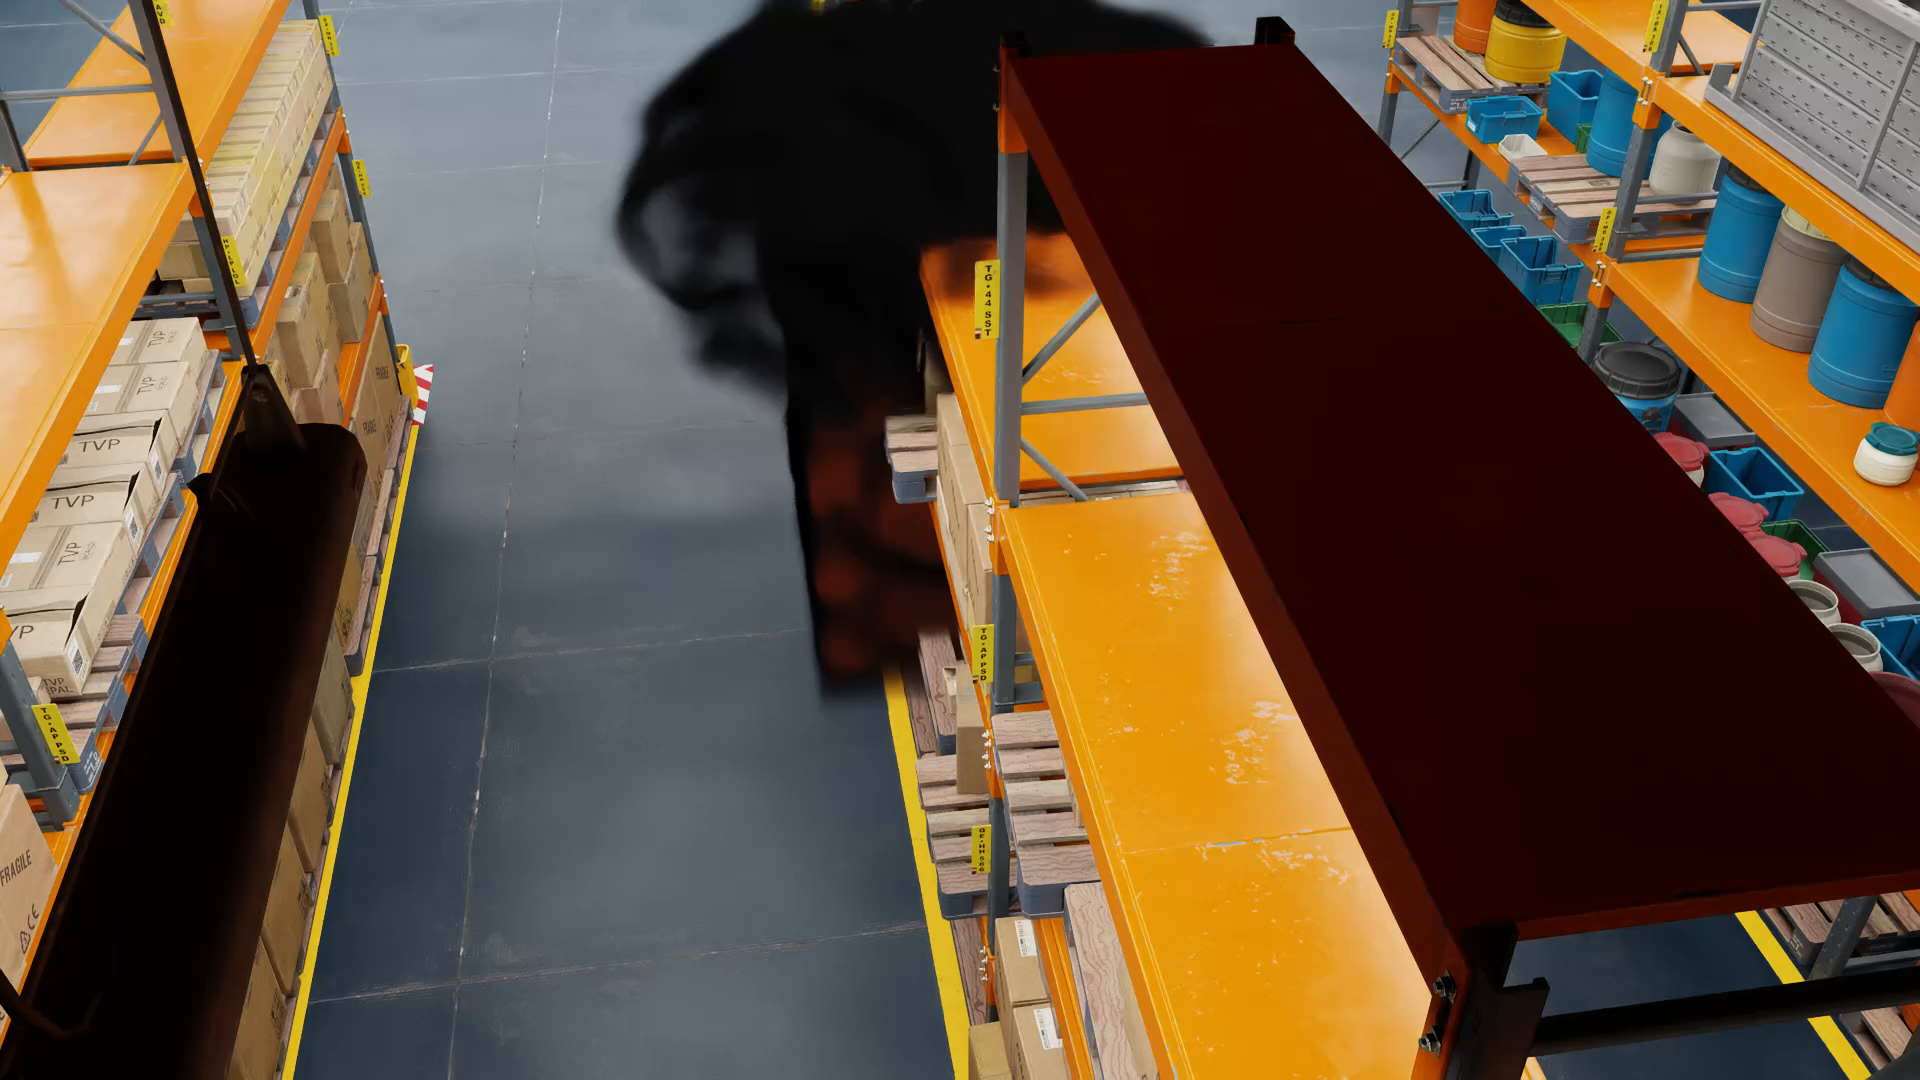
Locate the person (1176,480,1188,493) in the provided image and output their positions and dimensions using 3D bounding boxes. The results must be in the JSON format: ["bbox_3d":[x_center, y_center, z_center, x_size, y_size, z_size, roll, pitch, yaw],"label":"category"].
[{"bbox_3d":[1.623,-0.839,13.234,0.588,1.609,0.758,-9,37,-12],"label":"person"}]
